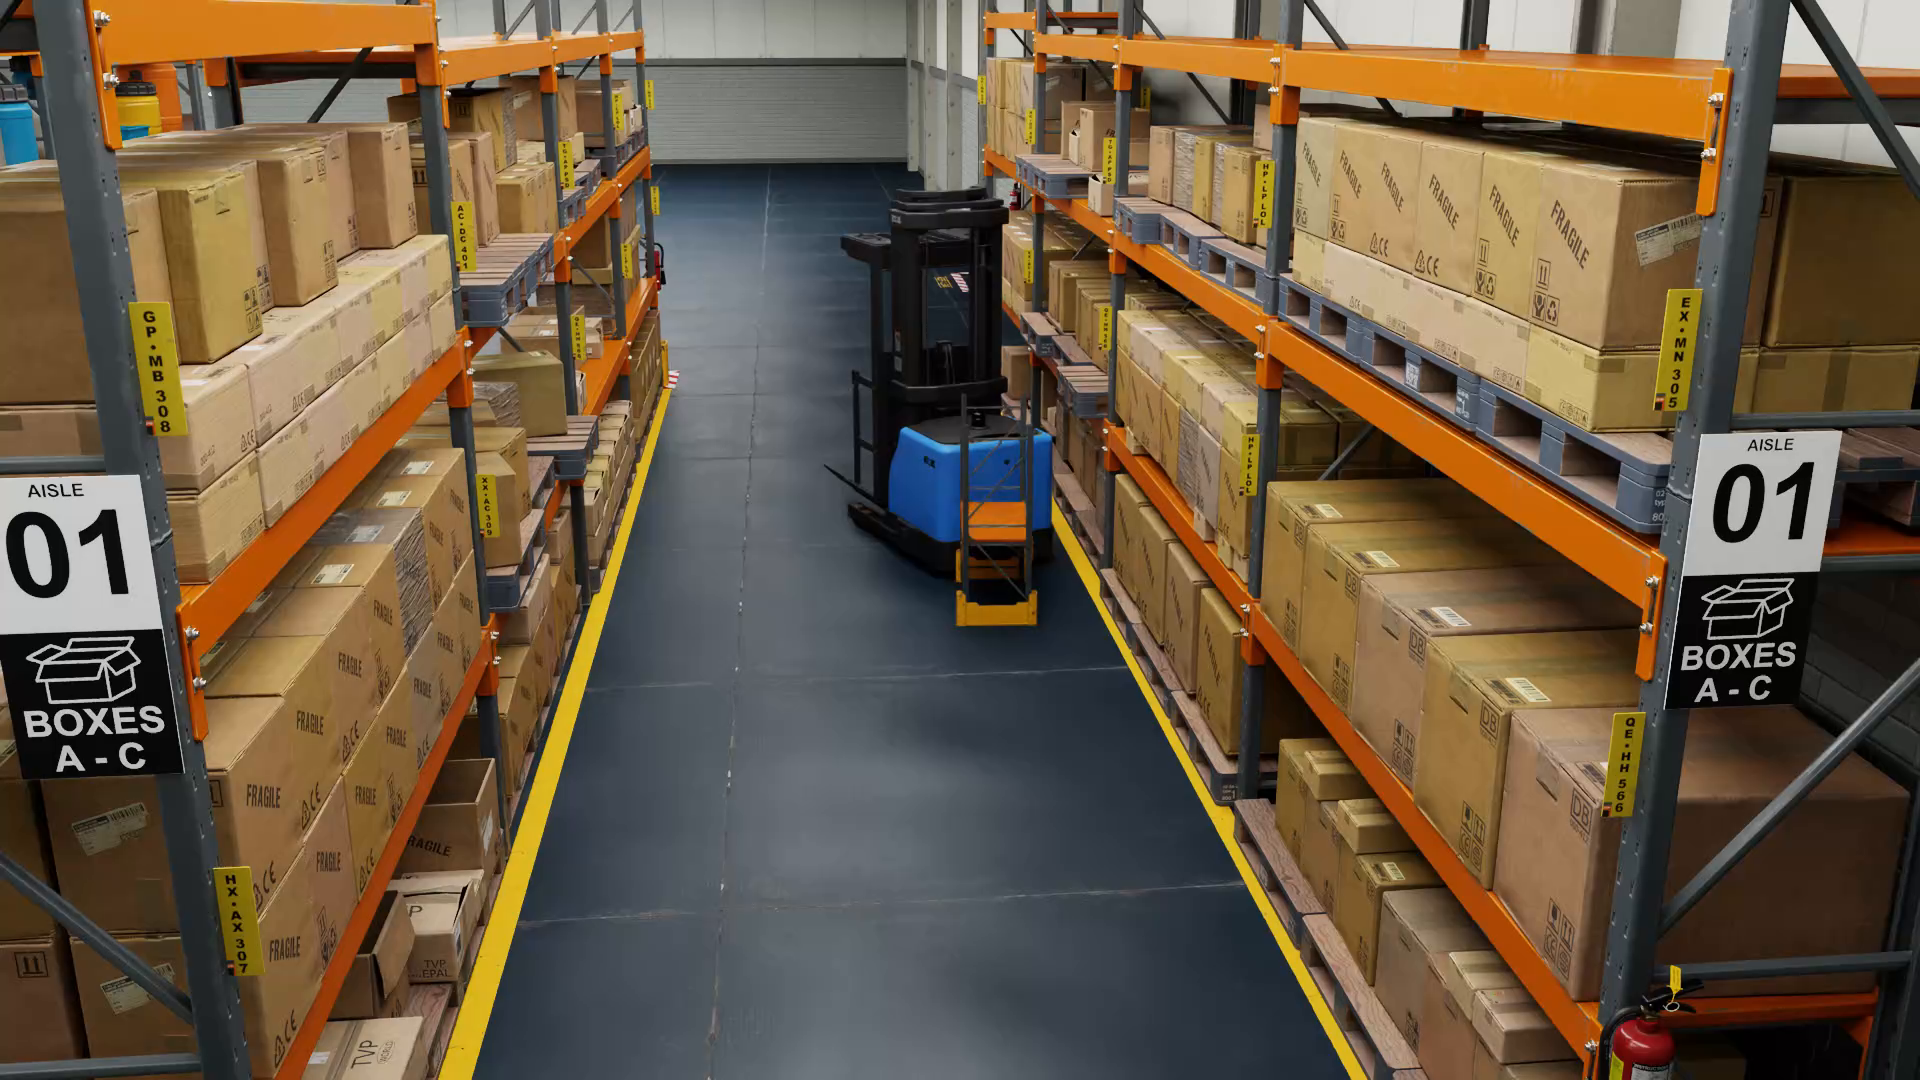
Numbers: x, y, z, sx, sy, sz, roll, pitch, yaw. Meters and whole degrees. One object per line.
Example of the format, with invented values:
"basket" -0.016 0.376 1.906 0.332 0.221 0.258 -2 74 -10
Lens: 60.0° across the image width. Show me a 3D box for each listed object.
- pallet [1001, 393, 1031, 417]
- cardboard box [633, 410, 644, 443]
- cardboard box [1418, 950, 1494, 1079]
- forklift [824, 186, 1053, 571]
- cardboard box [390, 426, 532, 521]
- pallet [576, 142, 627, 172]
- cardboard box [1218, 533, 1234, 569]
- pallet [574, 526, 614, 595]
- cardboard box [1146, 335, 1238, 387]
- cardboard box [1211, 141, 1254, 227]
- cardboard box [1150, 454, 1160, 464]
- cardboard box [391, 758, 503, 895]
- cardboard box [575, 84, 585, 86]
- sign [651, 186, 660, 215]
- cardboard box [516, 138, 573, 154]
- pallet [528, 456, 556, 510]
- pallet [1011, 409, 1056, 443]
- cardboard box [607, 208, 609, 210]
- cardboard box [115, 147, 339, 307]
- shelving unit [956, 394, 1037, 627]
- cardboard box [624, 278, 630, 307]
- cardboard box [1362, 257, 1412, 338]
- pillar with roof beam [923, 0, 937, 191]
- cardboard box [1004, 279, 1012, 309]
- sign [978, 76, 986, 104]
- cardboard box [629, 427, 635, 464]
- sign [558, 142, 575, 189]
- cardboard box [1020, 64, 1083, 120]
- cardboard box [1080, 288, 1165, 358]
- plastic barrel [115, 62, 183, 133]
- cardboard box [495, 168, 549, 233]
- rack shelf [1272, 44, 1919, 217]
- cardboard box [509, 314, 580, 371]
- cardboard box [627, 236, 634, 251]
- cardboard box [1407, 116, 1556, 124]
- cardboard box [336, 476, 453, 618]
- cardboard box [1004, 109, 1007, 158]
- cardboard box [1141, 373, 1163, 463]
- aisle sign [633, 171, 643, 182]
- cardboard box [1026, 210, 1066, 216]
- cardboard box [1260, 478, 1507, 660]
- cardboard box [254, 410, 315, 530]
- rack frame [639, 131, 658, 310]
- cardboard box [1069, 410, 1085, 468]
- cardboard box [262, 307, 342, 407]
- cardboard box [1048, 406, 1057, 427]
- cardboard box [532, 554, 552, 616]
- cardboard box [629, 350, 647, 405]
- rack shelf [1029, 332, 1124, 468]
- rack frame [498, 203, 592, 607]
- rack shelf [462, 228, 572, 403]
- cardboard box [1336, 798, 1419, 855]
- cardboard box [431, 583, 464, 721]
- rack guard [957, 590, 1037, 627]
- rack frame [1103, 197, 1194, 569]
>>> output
"pallet" 0.980 -1.508 18.627 1.003 0.211 1.213 -2 18 -6
"cardboard box" -3.460 -1.157 16.743 0.500 0.250 0.500 -2 18 -6
"cardboard box" 2.227 1.938 6.468 0.700 0.500 0.500 -2 18 -6
"forklift" -0.336 -1.549 14.217 1.130 2.935 3.031 -8 19 -24
"cardboard box" -2.849 -0.336 9.372 0.700 0.500 0.500 1 17 3
"pallet" -3.828 -3.763 16.295 1.003 0.211 1.213 -2 18 -6
"cardboard box" 1.672 0.053 9.388 0.380 0.149 0.250 -1 17 -5
"pallet" -3.347 0.155 13.331 1.003 0.211 1.213 -2 18 -6
"cardboard box" 1.528 -1.188 11.004 0.500 0.250 0.500 -2 18 -5
"cardboard box" 1.947 -2.161 10.142 0.700 0.500 0.500 -2 18 -6
"cardboard box" 1.538 -0.639 11.592 0.380 0.149 0.250 -2 18 -6
"cardboard box" -2.548 1.407 8.128 0.500 0.500 0.500 -2 18 -6
"cardboard box" -4.227 -4.555 17.569 0.500 0.500 0.500 -2 18 -6
"sign" -3.585 -3.990 19.551 0.100 0.325 0.005 -2 18 -6
"cardboard box" -3.600 -3.333 14.328 0.500 0.250 0.500 -3 18 -11
"pallet" -3.096 -0.258 10.312 1.003 0.211 1.213 -2 18 -6
"pallet" 1.109 -1.143 17.467 1.003 0.211 1.213 -2 18 -6
"cardboard box" -3.819 -3.070 16.615 0.700 0.500 0.500 -2 18 -6
"cardboard box" -2.629 -1.103 5.839 0.700 0.500 0.500 -2 18 -6
"shelving unit" 0.265 -0.246 12.456 0.587 1.500 1.083 0 17 -1
"cardboard box" -3.929 -2.759 17.792 0.700 0.500 0.500 -1 17 -4
"cardboard box" 1.946 -0.980 6.666 0.500 0.250 0.500 -2 18 -7
"pillar with roof beam" -5.024 -13.164 41.086 9.100 9.000 0.400 -2 18 -6
"cardboard box" 0.752 -2.643 17.804 0.500 0.250 0.500 -2 18 -6
"sign" 0.261 -5.298 19.577 0.100 0.325 0.005 -2 18 -6
"cardboard box" -3.383 -0.895 15.908 0.500 0.250 0.500 -2 18 -6
"sign" -2.761 -2.623 11.653 0.100 0.325 0.005 -2 18 -6
"cardboard box" 0.892 -4.381 16.247 0.500 0.500 0.500 -3 18 -10
"cardboard box" 1.417 -1.851 14.164 0.700 0.500 0.500 -2 18 -6
"plastic barrel" -8.877 -4.856 18.211 0.600 0.830 0.708 -2 18 -6
"cardboard box" -3.170 -2.127 10.769 0.910 0.500 0.500 -2 18 -6
"rack shelf" 2.244 -1.624 6.194 1.077 0.370 4.000 -2 18 -6
"cardboard box" -3.545 -1.633 14.203 0.500 0.500 0.500 -2 18 -6
"cardboard box" -3.791 -3.254 18.285 0.380 0.149 0.250 -1 17 -4
"cardboard box" 2.342 -1.656 7.566 0.500 0.500 0.500 -2 18 -6
"cardboard box" -2.523 0.033 7.227 0.500 0.500 0.500 -2 18 -7
"cardboard box" 0.740 -4.373 17.890 0.500 0.500 0.500 -1 17 -2
"cardboard box" 1.516 -0.825 11.102 0.500 0.500 0.500 -2 18 -6
"aisle sign" -3.841 -4.581 19.422 0.394 0.787 0.004 -2 18 -6
"cardboard box" 1.061 -3.628 19.692 0.500 0.500 0.500 -2 18 -6
"cardboard box" 2.078 0.128 8.262 0.980 0.700 0.700 -2 17 -5
"cardboard box" -2.315 -0.215 5.098 0.500 0.250 0.500 -2 18 -6
"rack frame" -4.126 -3.312 19.720 1.000 3.000 0.127 -2 18 -6
"cardboard box" 1.409 -0.921 15.541 0.700 0.500 0.500 -2 18 -7
"cardboard box" -2.373 -0.603 5.497 0.500 0.250 0.500 -2 18 -6
"cardboard box" 1.128 -1.291 17.278 0.380 0.166 0.250 -4 18 -13
"cardboard box" -2.852 0.289 10.436 0.500 0.250 0.500 -2 18 -7
"cardboard box" -3.510 -1.663 17.105 0.500 0.500 0.500 -2 18 -6
"rack shelf" 1.419 -1.336 14.625 1.077 0.370 4.000 -2 18 -6
"rack frame" -3.301 -0.929 12.128 1.000 3.000 0.127 -2 18 -6
"rack shelf" -3.095 -1.421 9.889 1.077 0.370 4.000 -2 18 -6
"cardboard box" 1.921 1.281 7.479 0.380 0.149 0.250 -2 18 -7
"cardboard box" -2.527 0.510 7.379 0.500 0.500 0.500 -1 17 -4
"rack guard" 0.270 0.500 12.168 0.587 0.250 0.087 0 17 -1
"rack frame" 1.626 -1.083 12.619 1.000 3.000 0.127 -2 18 -6
